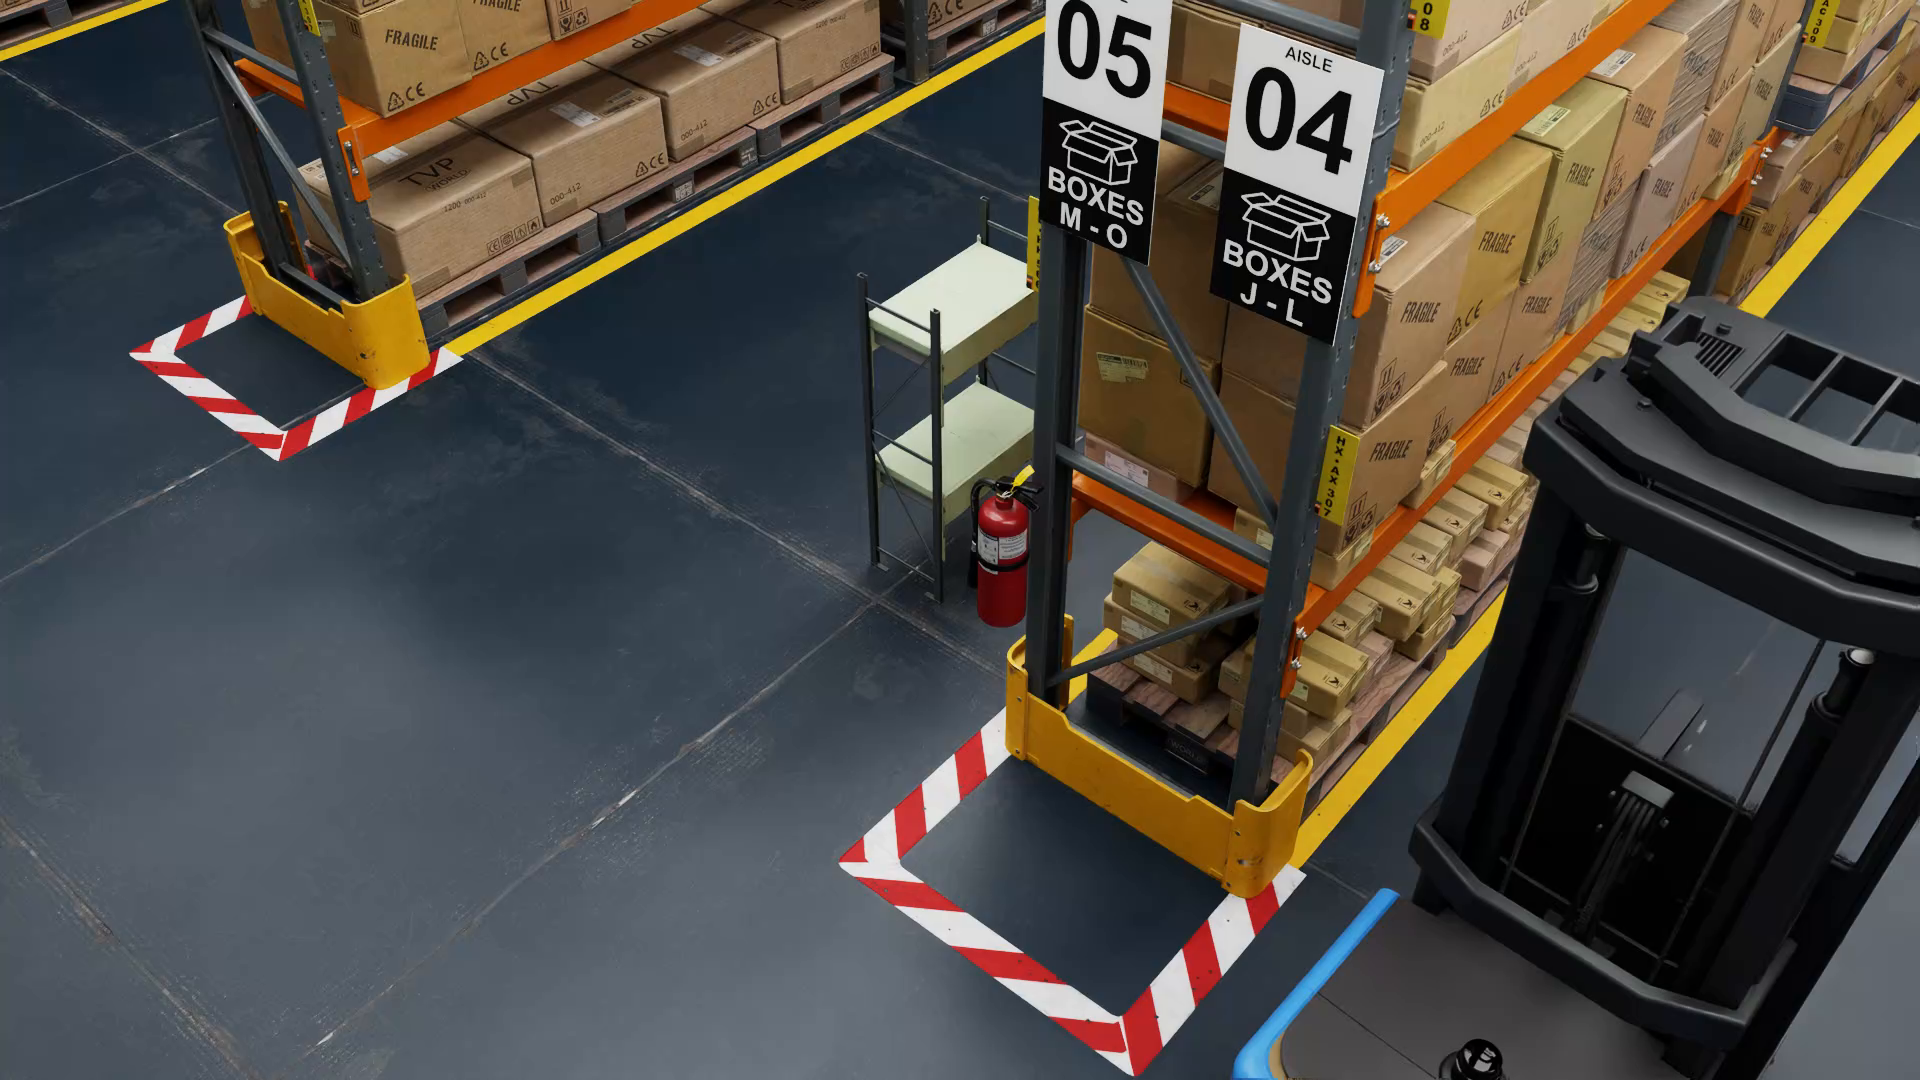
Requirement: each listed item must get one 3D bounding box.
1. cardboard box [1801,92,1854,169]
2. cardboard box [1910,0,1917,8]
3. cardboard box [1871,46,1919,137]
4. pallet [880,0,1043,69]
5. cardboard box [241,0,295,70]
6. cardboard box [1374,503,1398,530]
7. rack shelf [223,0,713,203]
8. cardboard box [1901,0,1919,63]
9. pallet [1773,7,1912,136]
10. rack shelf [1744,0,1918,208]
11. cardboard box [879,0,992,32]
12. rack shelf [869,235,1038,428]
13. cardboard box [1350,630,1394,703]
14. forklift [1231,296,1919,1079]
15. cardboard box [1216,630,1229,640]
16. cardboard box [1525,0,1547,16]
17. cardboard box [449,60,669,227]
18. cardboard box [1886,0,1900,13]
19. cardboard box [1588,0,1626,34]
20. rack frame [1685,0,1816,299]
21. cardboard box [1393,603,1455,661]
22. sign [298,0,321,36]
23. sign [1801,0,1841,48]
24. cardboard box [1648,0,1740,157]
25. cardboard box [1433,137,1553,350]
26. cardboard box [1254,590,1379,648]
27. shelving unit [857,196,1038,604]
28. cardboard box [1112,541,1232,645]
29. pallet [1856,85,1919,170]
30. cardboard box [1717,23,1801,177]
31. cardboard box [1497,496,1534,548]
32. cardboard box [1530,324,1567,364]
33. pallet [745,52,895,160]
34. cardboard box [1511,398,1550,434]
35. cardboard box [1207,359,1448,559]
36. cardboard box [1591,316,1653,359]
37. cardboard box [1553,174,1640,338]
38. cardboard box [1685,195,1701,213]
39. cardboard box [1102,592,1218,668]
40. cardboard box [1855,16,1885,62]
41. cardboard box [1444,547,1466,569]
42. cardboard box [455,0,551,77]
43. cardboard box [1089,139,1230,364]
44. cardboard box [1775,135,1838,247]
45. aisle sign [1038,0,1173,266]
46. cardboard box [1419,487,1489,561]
[{"bbox_3d":[4.252,-2.207,8.618,0.500,0.250,0.500,31,51,29],"label":"cardboard box"},{"bbox_3d":[4.503,-2.756,8.108,0.380,0.149,0.250,27,49,27],"label":"cardboard box"},{"bbox_3d":[5.247,-2.730,9.751,0.500,0.500,0.500,32,51,30],"label":"cardboard box"},{"bbox_3d":[-0.181,-3.647,11.286,1.003,0.211,1.213,29,50,28],"label":"pallet"},{"bbox_3d":[-3.087,-2.589,7.975,0.500,0.500,0.500,30,50,29],"label":"cardboard box"},{"bbox_3d":[1.251,-0.179,5.586,0.380,0.149,0.250,31,51,30],"label":"cardboard box"},{"bbox_3d":[-1.907,-2.953,8.985,1.077,0.370,4.000,29,50,28],"label":"rack shelf"},{"bbox_3d":[5.252,-2.995,9.485,0.500,0.250,0.500,30,50,29],"label":"cardboard box"},{"bbox_3d":[3.837,-2.417,8.003,1.003,0.211,1.213,29,50,28],"label":"pallet"},{"bbox_3d":[4.521,-2.921,8.950,1.077,0.370,4.000,29,50,28],"label":"rack shelf"},{"bbox_3d":[-0.283,-3.972,10.838,0.875,0.875,0.875,31,51,30],"label":"cardboard box"},{"bbox_3d":[0.004,-0.847,6.669,0.431,0.370,0.720,29,50,28],"label":"rack shelf"},{"bbox_3d":[1.412,0.416,6.331,0.380,0.149,0.250,29,50,28],"label":"cardboard box"},{"bbox_3d":[2.063,0.563,4.634,1.130,2.935,3.031,31,51,30],"label":"forklift"},{"bbox_3d":[0.926,0.264,6.719,0.380,0.149,0.250,31,51,30],"label":"cardboard box"},{"bbox_3d":[1.476,-1.720,4.604,0.500,0.250,0.500,29,50,28],"label":"cardboard box"},{"bbox_3d":[-2.264,-2.254,9.274,0.875,0.438,0.875,31,51,29],"label":"cardboard box"},{"bbox_3d":[4.170,-2.601,7.717,0.380,0.149,0.250,31,51,29],"label":"cardboard box"},{"bbox_3d":[1.808,-1.813,5.078,0.500,0.250,0.500,28,49,27],"label":"cardboard box"},{"bbox_3d":[3.233,-2.157,7.575,1.000,3.000,0.127,29,50,28],"label":"rack frame"},{"bbox_3d":[1.750,0.285,6.696,0.380,0.149,0.250,30,50,29],"label":"cardboard box"},{"bbox_3d":[-2.774,-2.295,7.024,0.100,0.325,0.005,29,50,28],"label":"sign"},{"bbox_3d":[3.654,-2.247,7.030,0.100,0.325,0.005,29,50,28],"label":"sign"},{"bbox_3d":[2.469,-1.789,6.132,0.500,0.500,0.500,31,51,29],"label":"cardboard box"},{"bbox_3d":[1.471,-0.994,5.257,0.500,0.500,0.500,31,51,30],"label":"cardboard box"},{"bbox_3d":[1.342,0.265,6.276,0.380,0.149,0.250,30,50,29],"label":"cardboard box"},{"bbox_3d":[0.004,-0.558,6.932,0.431,1.500,0.755,29,50,28],"label":"shelving unit"},{"bbox_3d":[0.806,0.199,6.348,0.380,0.149,0.250,30,50,29],"label":"cardboard box"},{"bbox_3d":[5.304,-2.784,10.337,1.003,0.211,1.213,29,50,28],"label":"pallet"},{"bbox_3d":[3.138,-1.933,7.033,0.500,0.500,0.500,30,50,28],"label":"cardboard box"},{"bbox_3d":[2.227,-0.132,7.155,0.380,0.149,0.250,30,50,28],"label":"cardboard box"},{"bbox_3d":[2.083,-0.855,6.330,0.380,0.149,0.250,31,51,30],"label":"cardboard box"},{"bbox_3d":[-1.170,-2.859,10.420,1.003,0.211,1.213,29,50,28],"label":"pallet"},{"bbox_3d":[2.420,-0.479,7.094,0.380,0.149,0.250,28,49,27],"label":"cardboard box"},{"bbox_3d":[1.159,-0.356,5.299,0.500,0.500,0.500,32,51,30],"label":"cardboard box"},{"bbox_3d":[2.915,-0.902,7.560,0.380,0.149,0.250,29,50,28],"label":"cardboard box"},{"bbox_3d":[2.133,-1.155,6.177,0.500,0.500,0.500,28,49,27],"label":"cardboard box"},{"bbox_3d":[2.929,-1.524,7.066,0.380,0.149,0.250,32,51,30],"label":"cardboard box"},{"bbox_3d":[0.780,0.296,6.463,0.380,0.149,0.250,28,49,27],"label":"cardboard box"},{"bbox_3d":[4.013,-2.369,7.682,0.380,0.149,0.250,30,50,29],"label":"cardboard box"},{"bbox_3d":[1.848,-0.011,6.800,0.380,0.149,0.250,27,49,27],"label":"cardboard box"},{"bbox_3d":[-2.362,-2.621,8.011,0.500,0.500,0.500,29,50,28],"label":"cardboard box"},{"bbox_3d":[0.763,-0.958,5.218,0.500,0.500,0.500,28,49,28],"label":"cardboard box"},{"bbox_3d":[4.251,-1.927,8.868,0.500,0.500,0.500,32,51,30],"label":"cardboard box"},{"bbox_3d":[0.382,-1.152,4.537,0.394,0.787,0.004,29,50,28],"label":"aisle sign"},{"bbox_3d":[1.884,-0.112,6.690,0.380,0.149,0.250,32,51,30],"label":"cardboard box"}]
